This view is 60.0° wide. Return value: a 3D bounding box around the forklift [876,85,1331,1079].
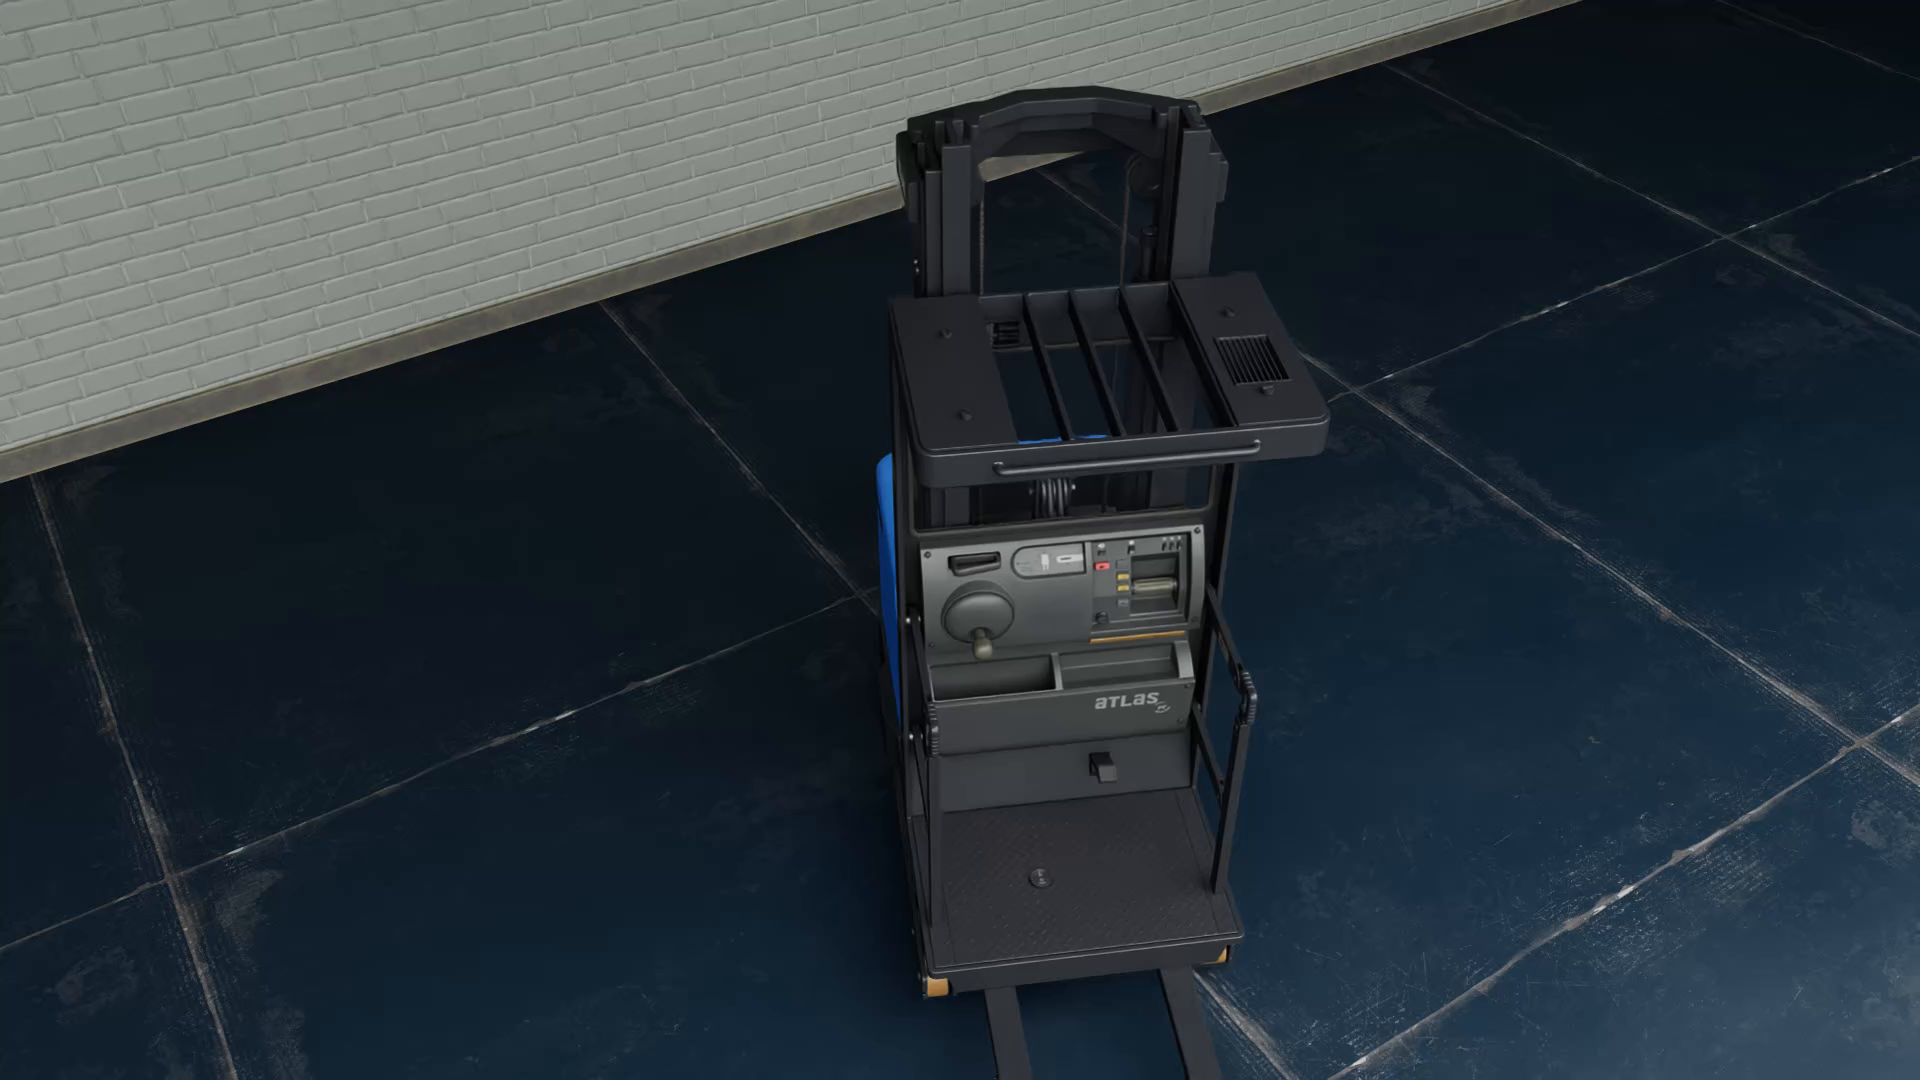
[{"bbox_3d":[0.368,0.239,5.234,1.130,2.935,3.031,-5,40,-6],"label":"forklift"}]
